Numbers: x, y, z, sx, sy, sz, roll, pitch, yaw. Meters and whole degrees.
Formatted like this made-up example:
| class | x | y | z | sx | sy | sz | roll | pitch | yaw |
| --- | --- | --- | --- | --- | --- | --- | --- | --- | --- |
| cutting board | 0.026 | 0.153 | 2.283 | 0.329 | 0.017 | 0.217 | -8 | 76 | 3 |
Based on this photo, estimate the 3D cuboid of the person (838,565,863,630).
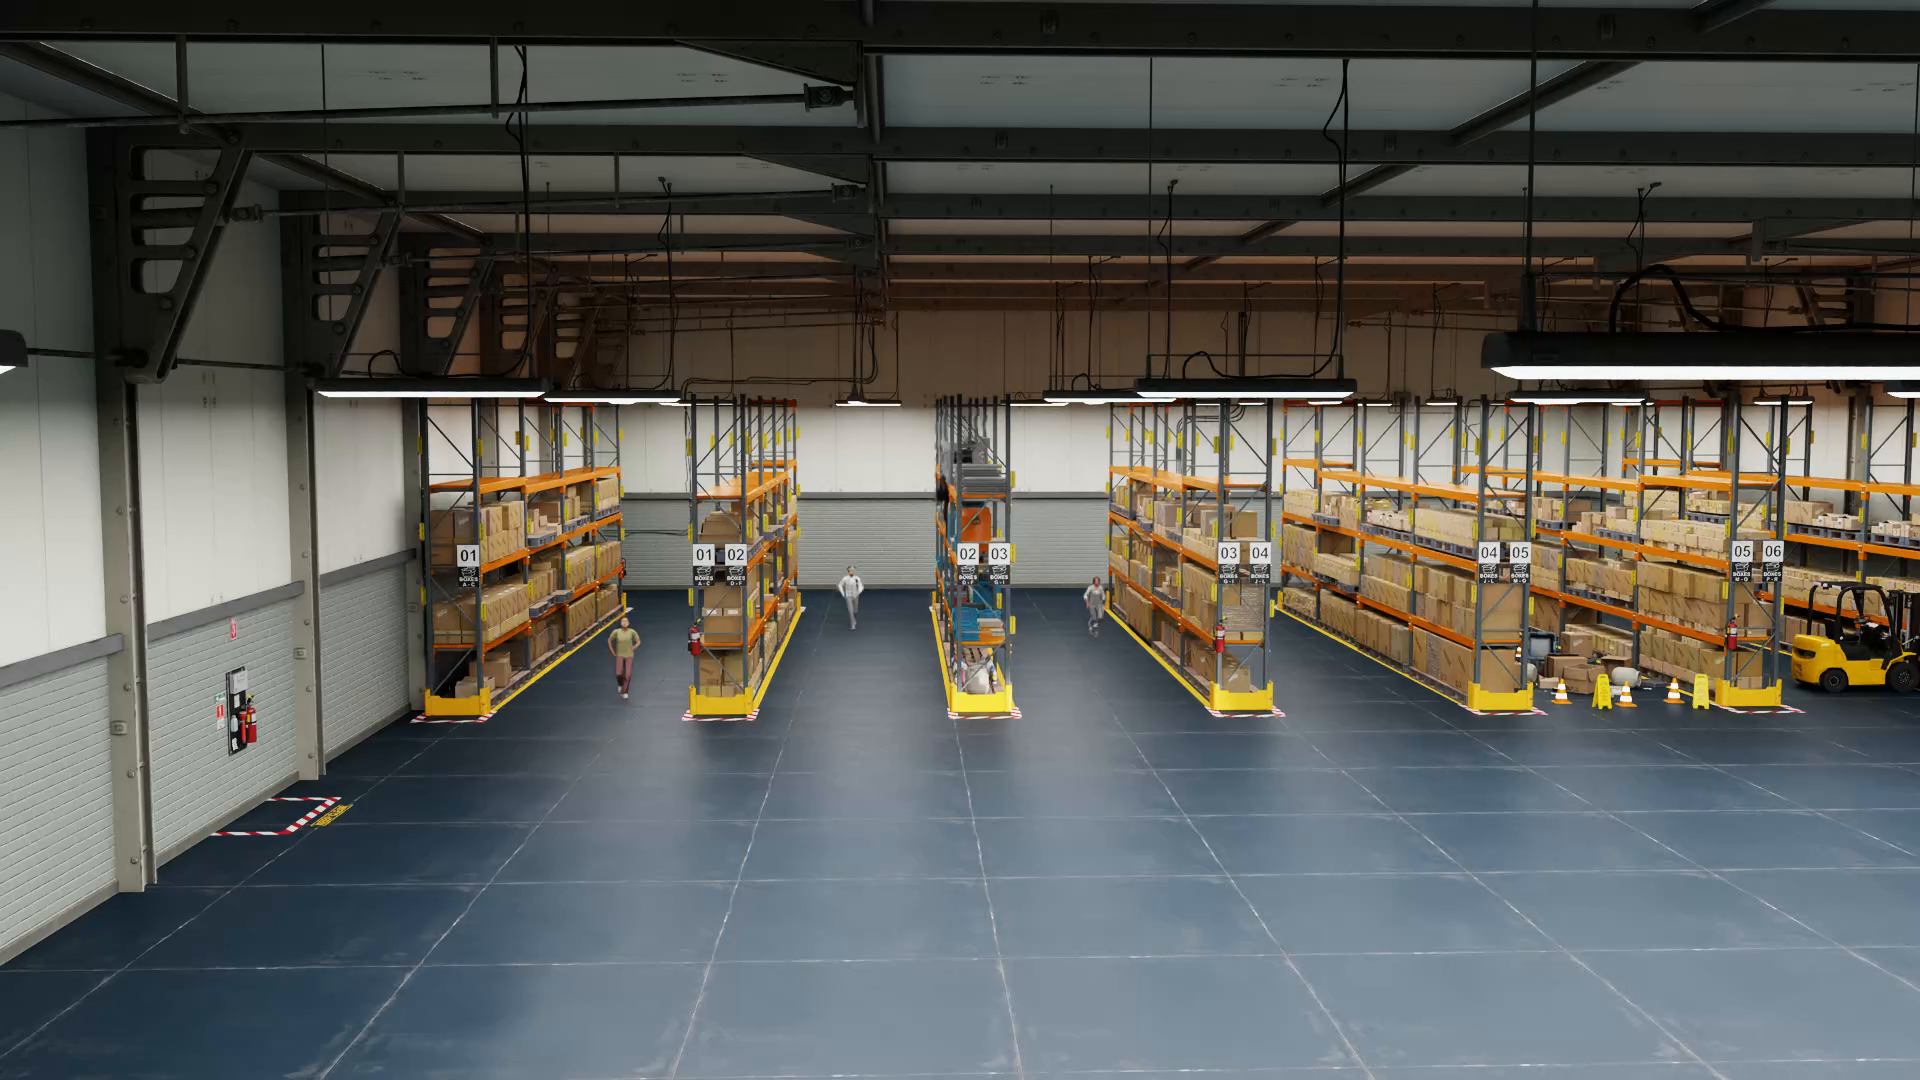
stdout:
| class | x | y | z | sx | sy | sz | roll | pitch | yaw |
| --- | --- | --- | --- | --- | --- | --- | --- | --- | --- |
| person | -2.840 | 1.485 | 43.320 | 0.649 | 1.663 | 0.734 | -1 | 5 | -12 |

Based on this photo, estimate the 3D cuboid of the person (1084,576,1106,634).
| class | x | y | z | sx | sy | sz | roll | pitch | yaw |
| --- | --- | --- | --- | --- | --- | --- | --- | --- | --- |
| person | 3.386 | 1.630 | 41.477 | 0.531 | 1.454 | 0.545 | -1 | 5 | -9 |

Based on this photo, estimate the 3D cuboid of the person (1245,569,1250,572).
| class | x | y | z | sx | sy | sz | roll | pitch | yaw |
| --- | --- | --- | --- | --- | --- | --- | --- | --- | --- |
| person | 7.995 | 1.309 | 45.465 | 0.670 | 1.721 | 0.830 | 1 | 5 | 8 |

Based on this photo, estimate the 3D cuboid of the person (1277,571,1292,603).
| class | x | y | z | sx | sy | sz | roll | pitch | yaw |
| --- | --- | --- | --- | --- | --- | --- | --- | --- | --- |
| person | 9.619 | 1.088 | 48.914 | 0.599 | 1.622 | 0.633 | 2 | 5 | 18 |

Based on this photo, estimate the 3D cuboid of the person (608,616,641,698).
| class | x | y | z | sx | sy | sz | roll | pitch | yaw |
| --- | --- | --- | --- | --- | --- | --- | --- | --- | --- |
| person | -6.627 | 2.318 | 32.870 | 0.637 | 1.626 | 0.520 | -1 | 5 | -11 |
